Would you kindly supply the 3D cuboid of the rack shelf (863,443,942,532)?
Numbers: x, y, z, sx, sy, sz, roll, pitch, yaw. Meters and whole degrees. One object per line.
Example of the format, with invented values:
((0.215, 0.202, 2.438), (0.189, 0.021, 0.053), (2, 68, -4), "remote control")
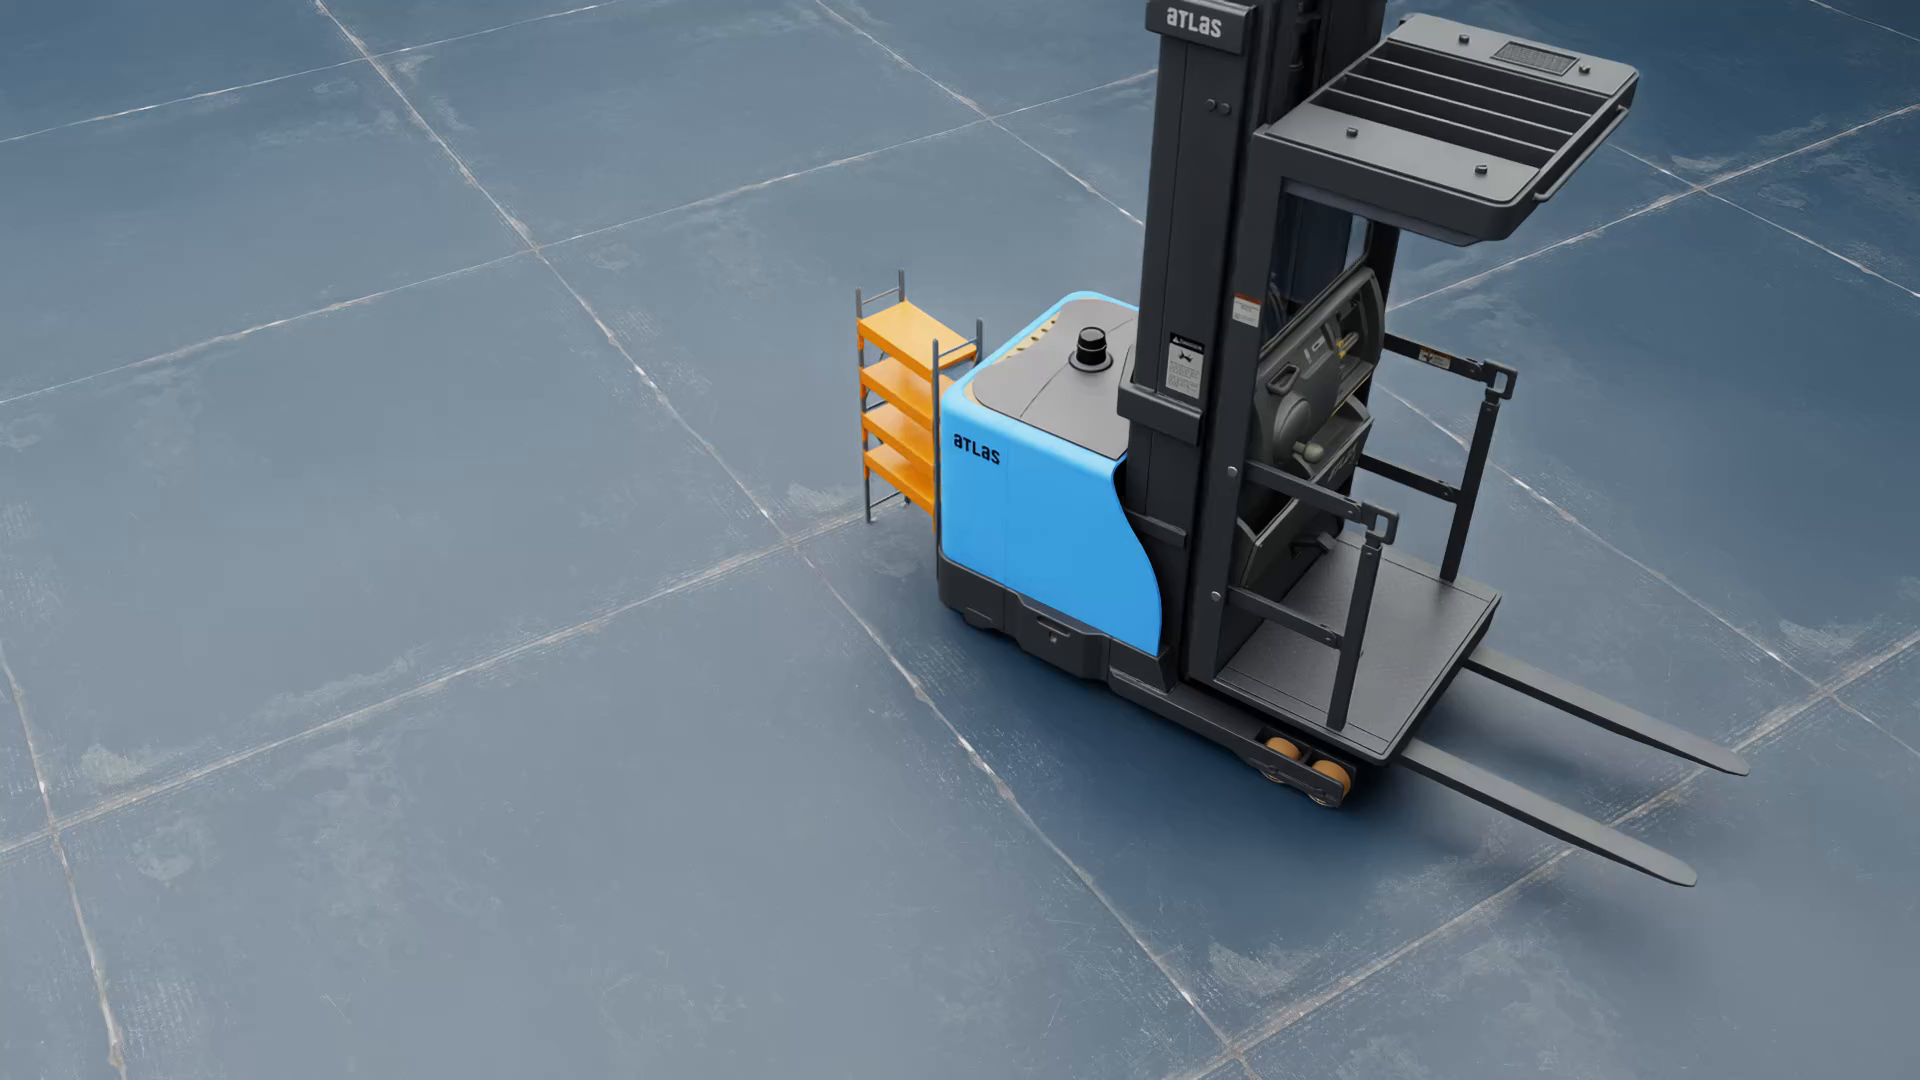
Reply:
((-0.164, -0.257, 7.037), (0.258, 0.148, 0.480), (-28, 47, -29), "rack shelf")

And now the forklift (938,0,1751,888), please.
((1.404, -0.543, 5.612), (3.031, 2.935, 1.130), (25, 46, 27), "forklift")

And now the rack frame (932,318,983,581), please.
((-0.008, -0.341, 6.722), (0.240, 1.200, 0.015), (-28, 47, -29), "rack frame")

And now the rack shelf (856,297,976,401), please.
((-0.164, -0.763, 6.615), (0.258, 0.148, 0.480), (-28, 47, -29), "rack shelf")

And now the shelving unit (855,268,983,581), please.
((-0.164, -0.462, 6.867), (0.258, 1.200, 0.503), (-28, 47, -29), "shelving unit")

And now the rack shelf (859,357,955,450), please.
((-0.164, -0.582, 6.766), (0.258, 0.148, 0.480), (-28, 47, -29), "rack shelf")

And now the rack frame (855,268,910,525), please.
((-0.320, -0.582, 7.011), (0.240, 1.200, 0.015), (-28, 47, -29), "rack frame")

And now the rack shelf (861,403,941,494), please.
((-0.164, -0.410, 6.910), (0.258, 0.148, 0.480), (-28, 47, -29), "rack shelf")
